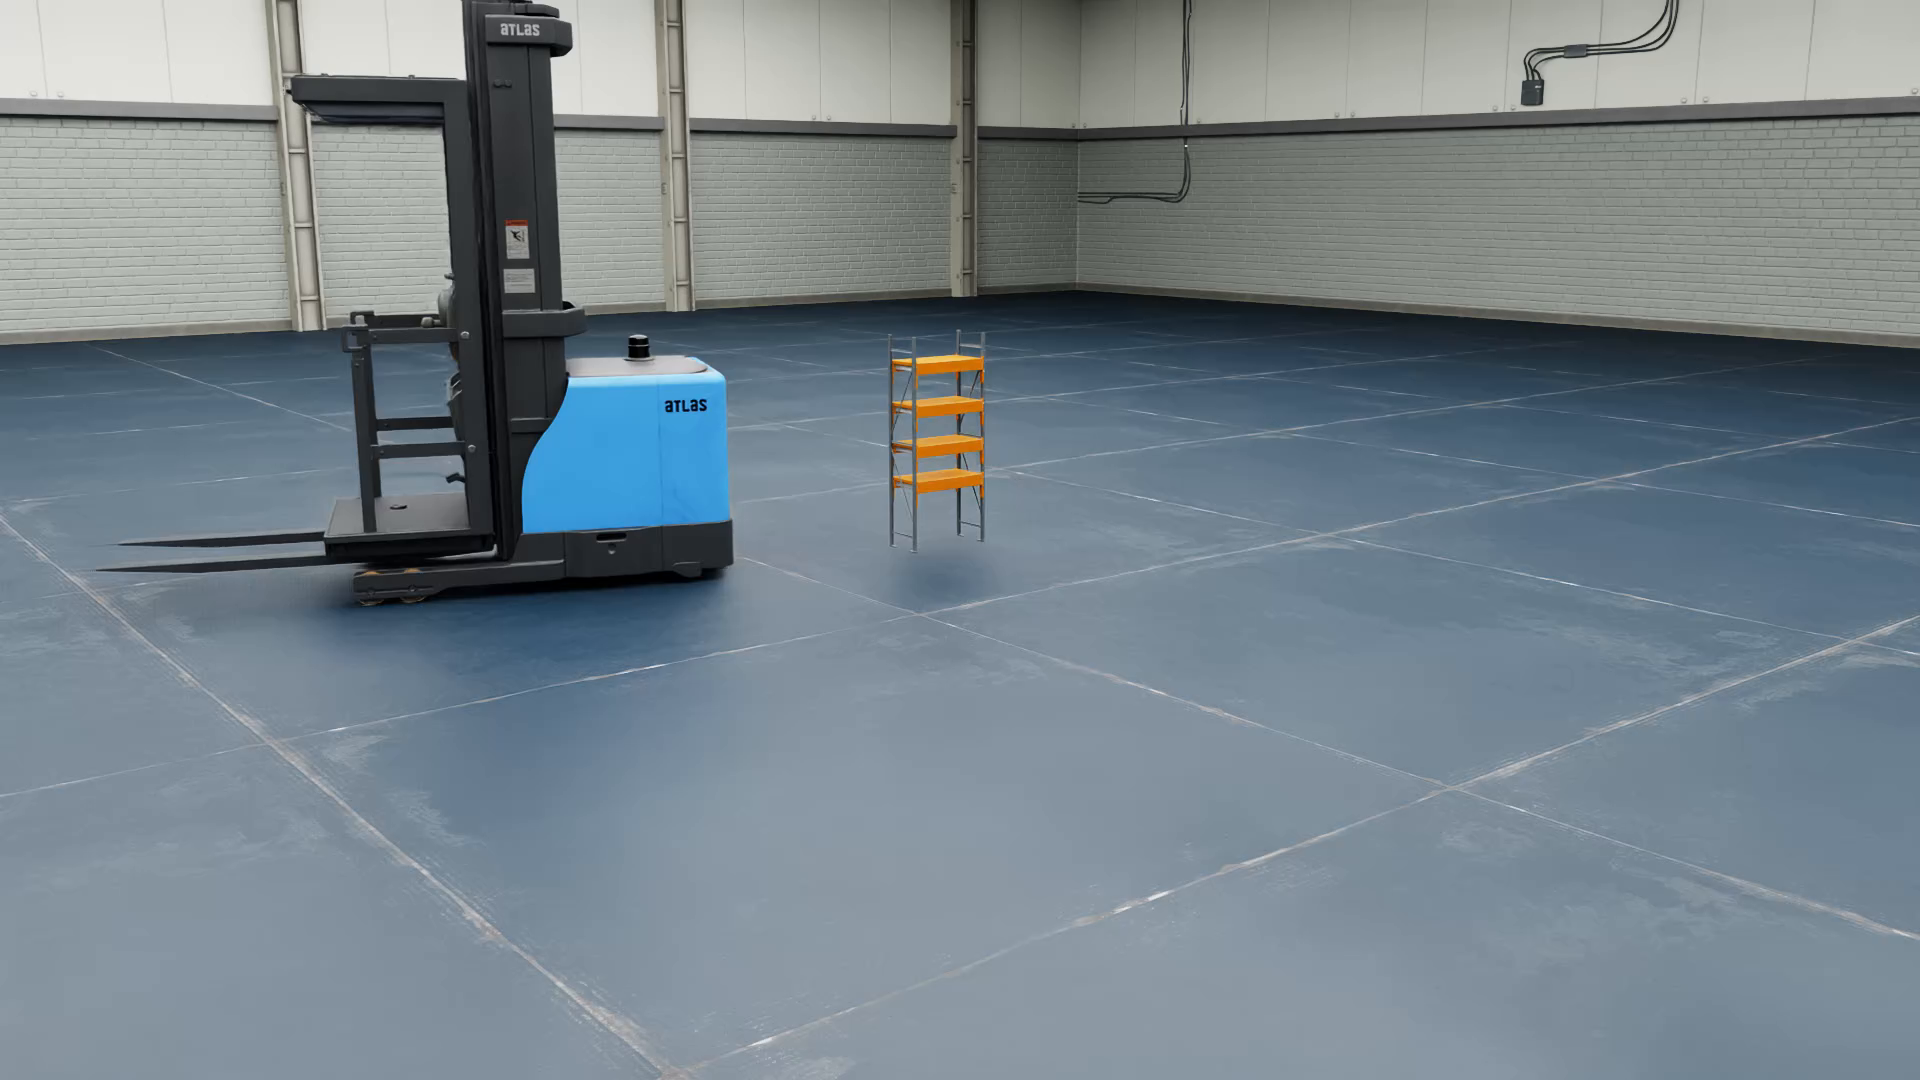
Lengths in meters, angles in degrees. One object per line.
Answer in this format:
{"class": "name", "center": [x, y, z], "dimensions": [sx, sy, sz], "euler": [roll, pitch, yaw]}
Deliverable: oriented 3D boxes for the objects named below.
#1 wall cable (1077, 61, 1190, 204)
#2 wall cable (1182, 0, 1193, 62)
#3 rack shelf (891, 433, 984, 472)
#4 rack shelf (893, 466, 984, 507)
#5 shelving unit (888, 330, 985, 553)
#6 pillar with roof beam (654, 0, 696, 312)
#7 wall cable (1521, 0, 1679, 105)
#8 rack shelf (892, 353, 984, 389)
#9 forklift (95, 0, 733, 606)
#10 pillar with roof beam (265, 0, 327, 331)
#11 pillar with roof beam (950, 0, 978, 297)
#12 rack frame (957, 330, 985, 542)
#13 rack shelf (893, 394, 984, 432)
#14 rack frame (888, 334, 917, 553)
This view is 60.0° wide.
{"class": "wall cable", "center": [3.199, -7.611, 31.282], "dimensions": [0.112, 2.526, 3.097], "euler": [-9, 15, -38]}
{"class": "wall cable", "center": [4.889, -9.643, 28.691], "dimensions": [0.112, 2.526, 3.097], "euler": [-9, 15, -38]}
{"class": "rack shelf", "center": [-0.129, -0.500, 9.417], "dimensions": [0.480, 0.148, 0.258], "euler": [-9, 15, -38]}
{"class": "rack shelf", "center": [-0.129, -0.305, 9.458], "dimensions": [0.480, 0.148, 0.258], "euler": [-9, 15, -38]}
{"class": "shelving unit", "center": [-0.129, -0.565, 9.403], "dimensions": [0.503, 1.200, 0.258], "euler": [-9, 15, -38]}
{"class": "pillar with roof beam", "center": [-1.923, -7.485, 23.215], "dimensions": [0.400, 9.000, 9.100], "euler": [-9, 15, -38]}
{"class": "wall cable", "center": [9.117, -9.252, 23.346], "dimensions": [0.169, 6.003, 2.305], "euler": [-9, 15, -38]}
{"class": "rack shelf", "center": [-0.129, -0.950, 9.321], "dimensions": [0.480, 0.148, 0.258], "euler": [-9, 15, -38]}
{"class": "forklift", "center": [-2.762, -1.235, 8.391], "dimensions": [3.031, 2.935, 1.130], "euler": [-4, 13, -17]}
{"class": "pillar with roof beam", "center": [-6.608, -6.707, 19.548], "dimensions": [0.400, 9.000, 9.100], "euler": [-9, 15, -38]}
{"class": "pillar with roof beam", "center": [2.762, -8.264, 26.881], "dimensions": [0.400, 9.000, 9.100], "euler": [-9, 15, -38]}
{"class": "rack frame", "center": [0.061, -0.597, 9.552], "dimensions": [0.015, 1.200, 0.240], "euler": [-9, 15, -38]}
{"class": "rack shelf", "center": [-0.129, -0.718, 9.371], "dimensions": [0.480, 0.148, 0.258], "euler": [-9, 15, -38]}
{"class": "rack frame", "center": [-0.320, -0.534, 9.254], "dimensions": [0.015, 1.200, 0.240], "euler": [-9, 15, -38]}
